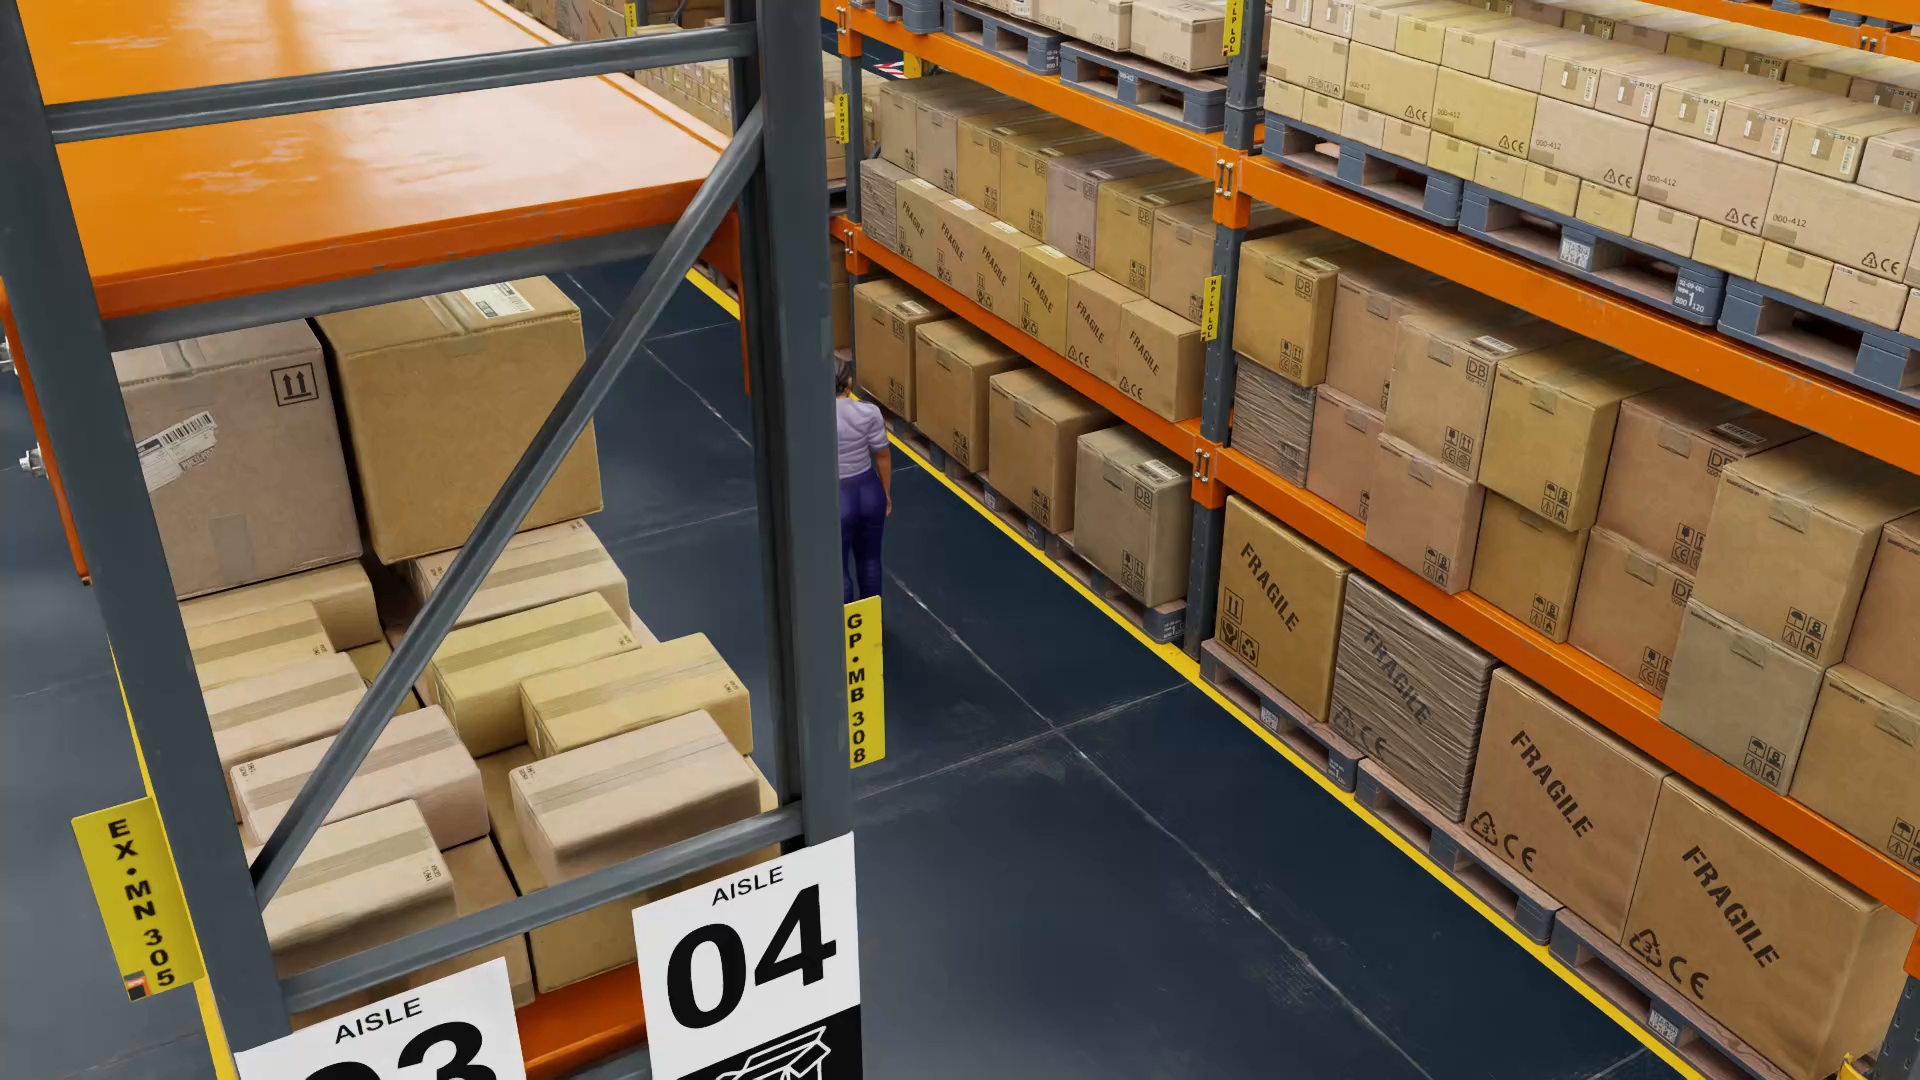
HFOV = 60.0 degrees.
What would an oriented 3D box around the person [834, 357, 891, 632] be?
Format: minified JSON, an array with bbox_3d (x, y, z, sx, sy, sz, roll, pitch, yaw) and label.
[{"bbox_3d":[-0.625,-0.164,8.867,0.568,1.666,0.360,-20,35,-31],"label":"person"}]
